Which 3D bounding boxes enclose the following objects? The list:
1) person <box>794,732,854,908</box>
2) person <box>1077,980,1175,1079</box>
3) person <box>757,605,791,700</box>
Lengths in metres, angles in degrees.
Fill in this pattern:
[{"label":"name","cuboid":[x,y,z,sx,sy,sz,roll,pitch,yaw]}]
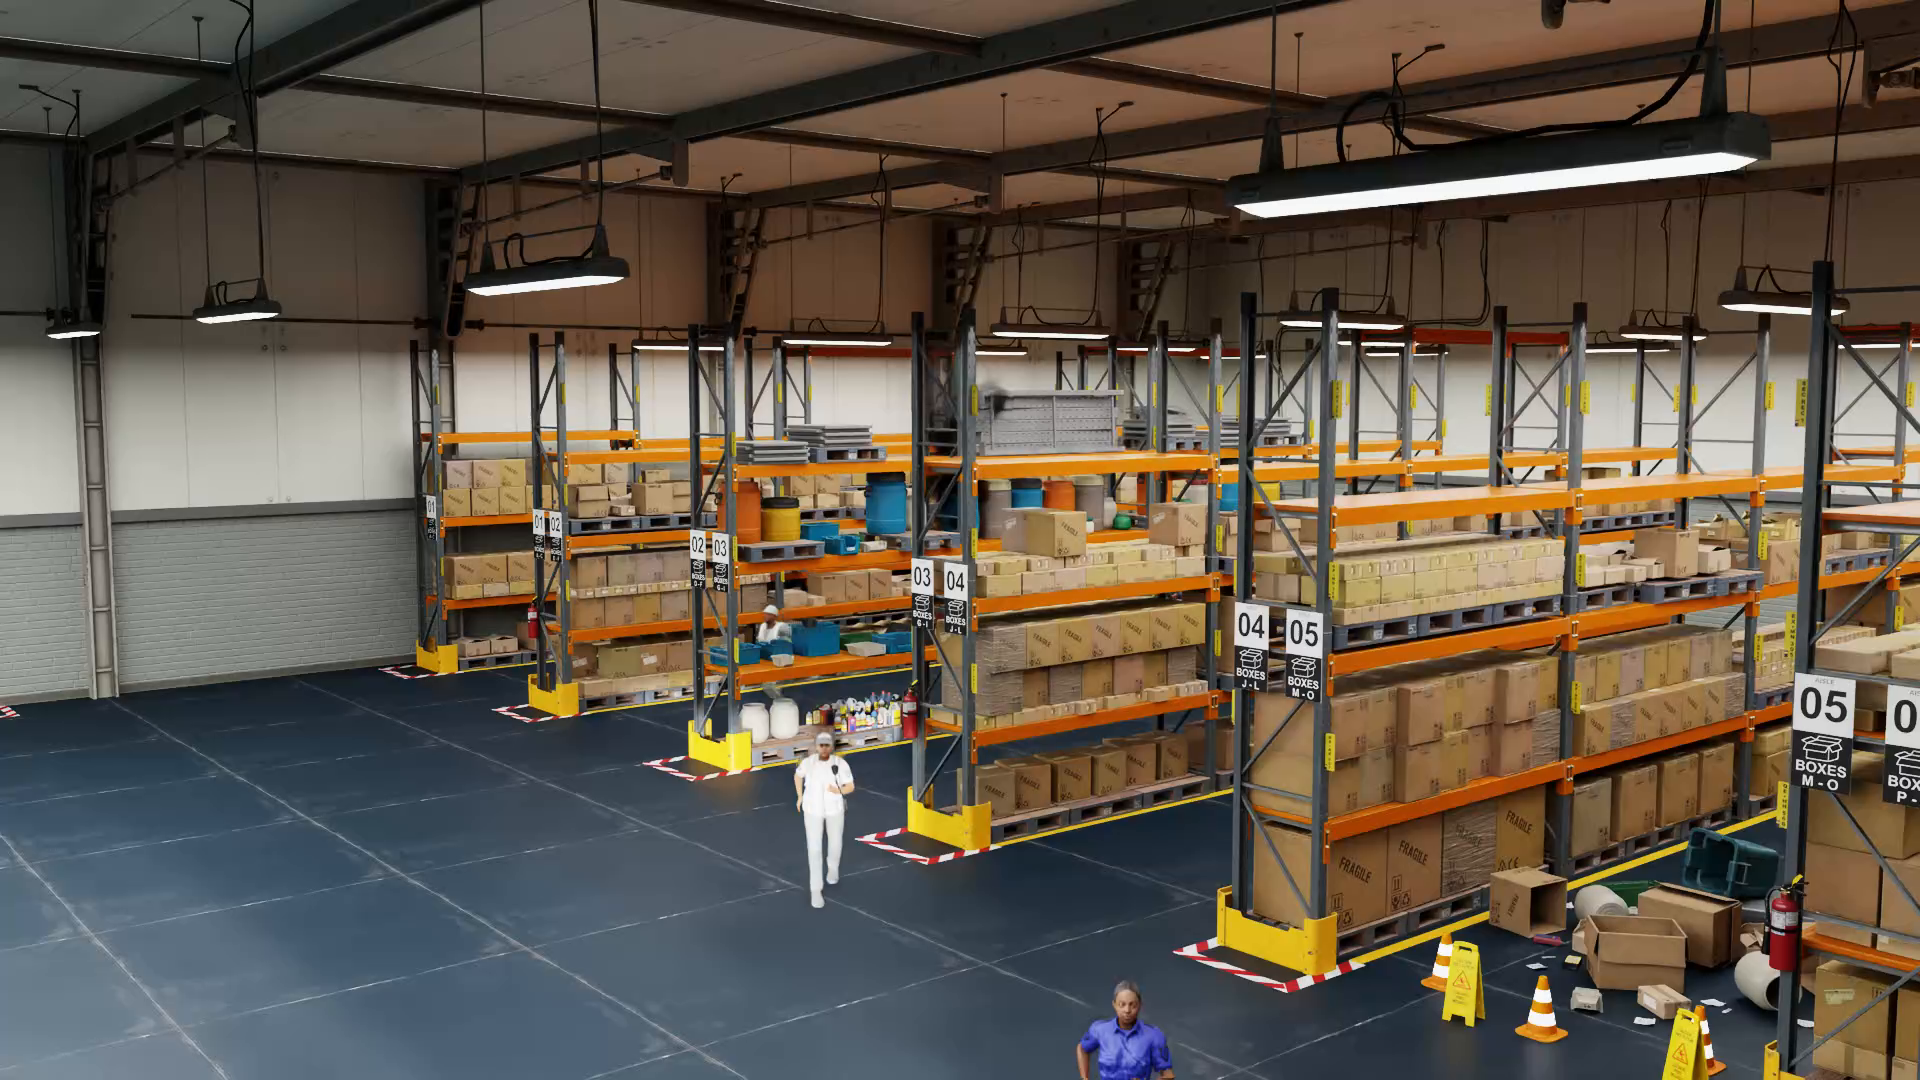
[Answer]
[{"label":"person","cuboid":[-1.368,2.768,16.804,0.600,1.657,0.932,-1,5,-6]},{"label":"person","cuboid":[0.977,3.421,9.820,0.574,1.629,0.921,0,5,3]},{"label":"person","cuboid":[-2.889,1.897,25.508,0.708,1.795,0.687,5,7,42]}]
